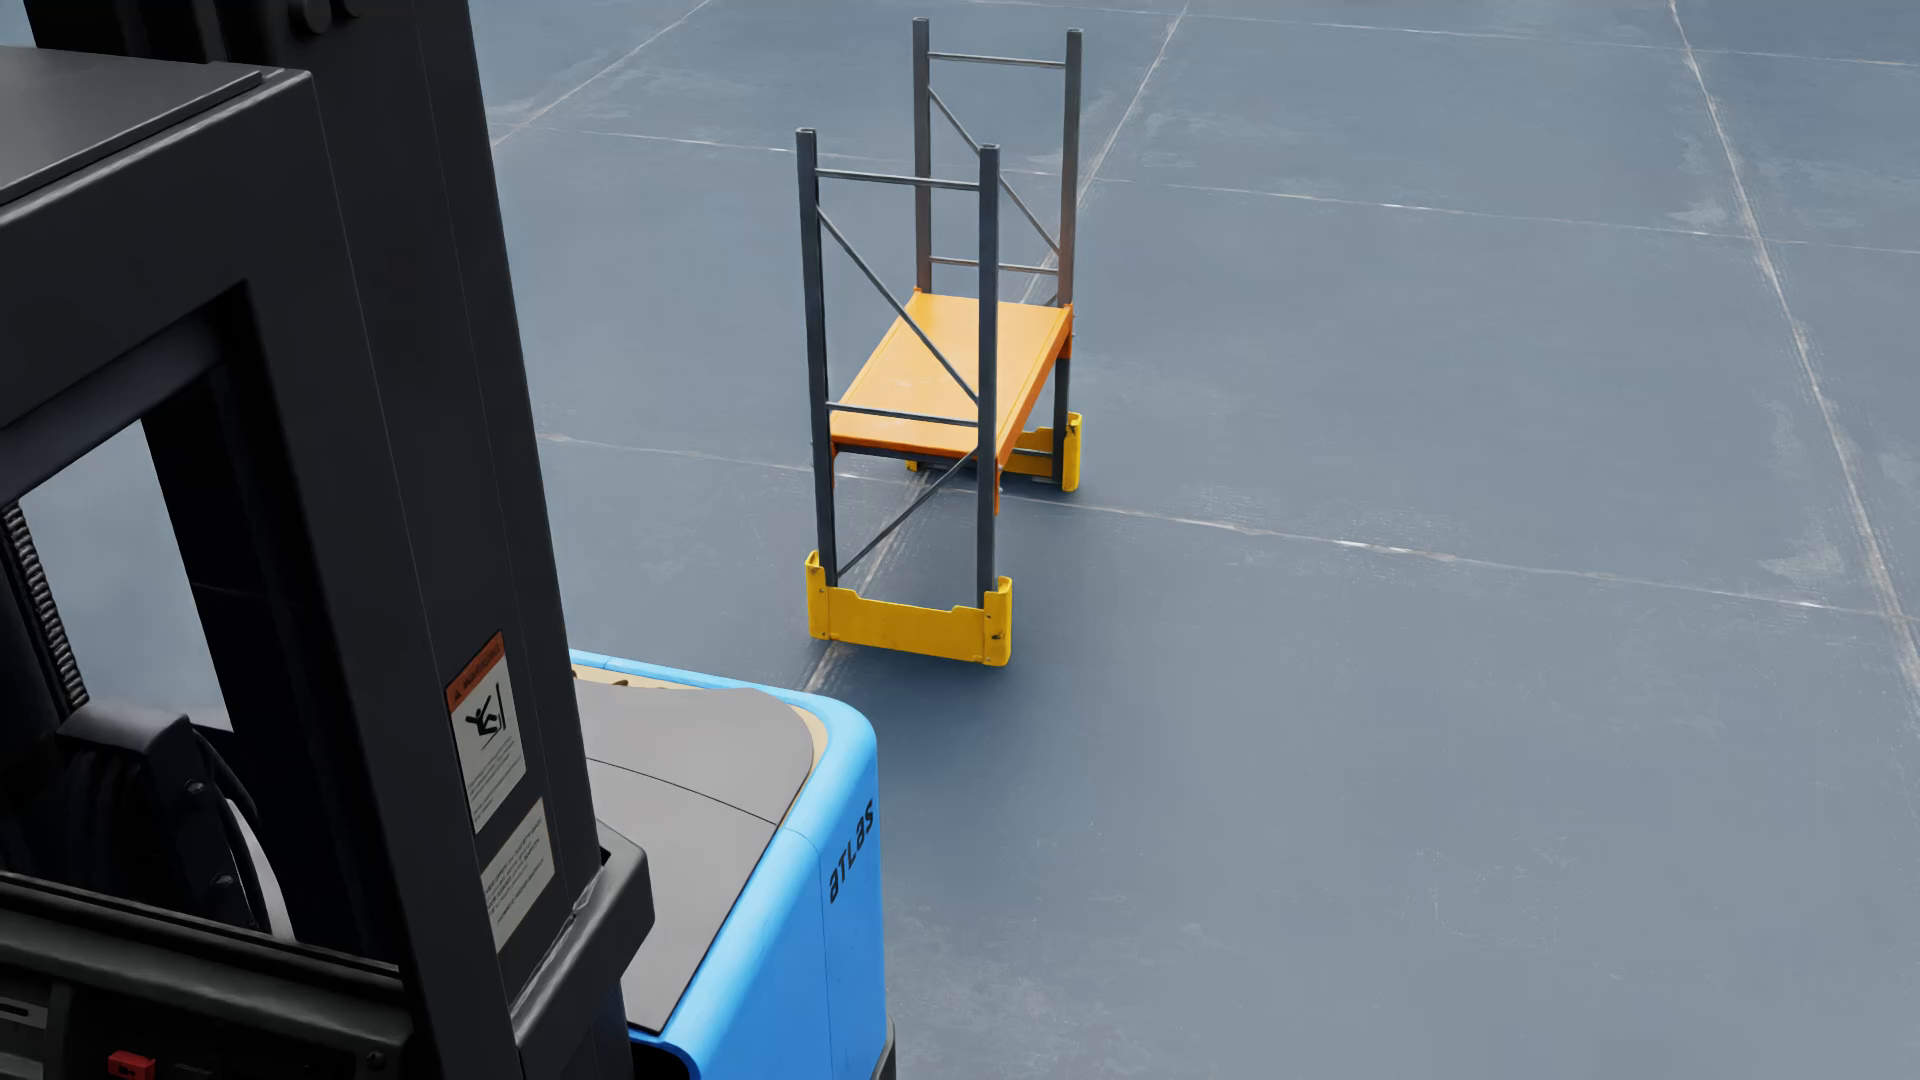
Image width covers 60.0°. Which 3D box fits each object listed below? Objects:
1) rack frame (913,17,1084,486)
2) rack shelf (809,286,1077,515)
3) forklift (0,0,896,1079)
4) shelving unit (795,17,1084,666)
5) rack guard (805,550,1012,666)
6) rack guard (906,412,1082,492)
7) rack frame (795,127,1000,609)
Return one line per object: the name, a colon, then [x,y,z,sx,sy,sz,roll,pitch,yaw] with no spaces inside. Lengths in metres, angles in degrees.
rack frame: [0.107,-0.852,5.193,0.500,1.500,0.032,8,33,12]
rack shelf: [-0.022,-0.437,4.874,0.538,0.185,1.000,8,33,12]
forklift: [-1.034,0.630,1.527,1.130,2.935,3.031,9,34,14]
shelving unit: [-0.019,-0.593,4.785,0.587,1.500,1.083,8,33,12]
rack guard: [-0.146,0.192,4.714,0.587,0.250,0.087,8,33,12]
rack guard: [0.107,-0.324,5.527,0.587,0.250,0.087,8,33,12]
rack frame: [-0.151,-0.325,4.363,0.500,1.500,0.032,8,33,12]
